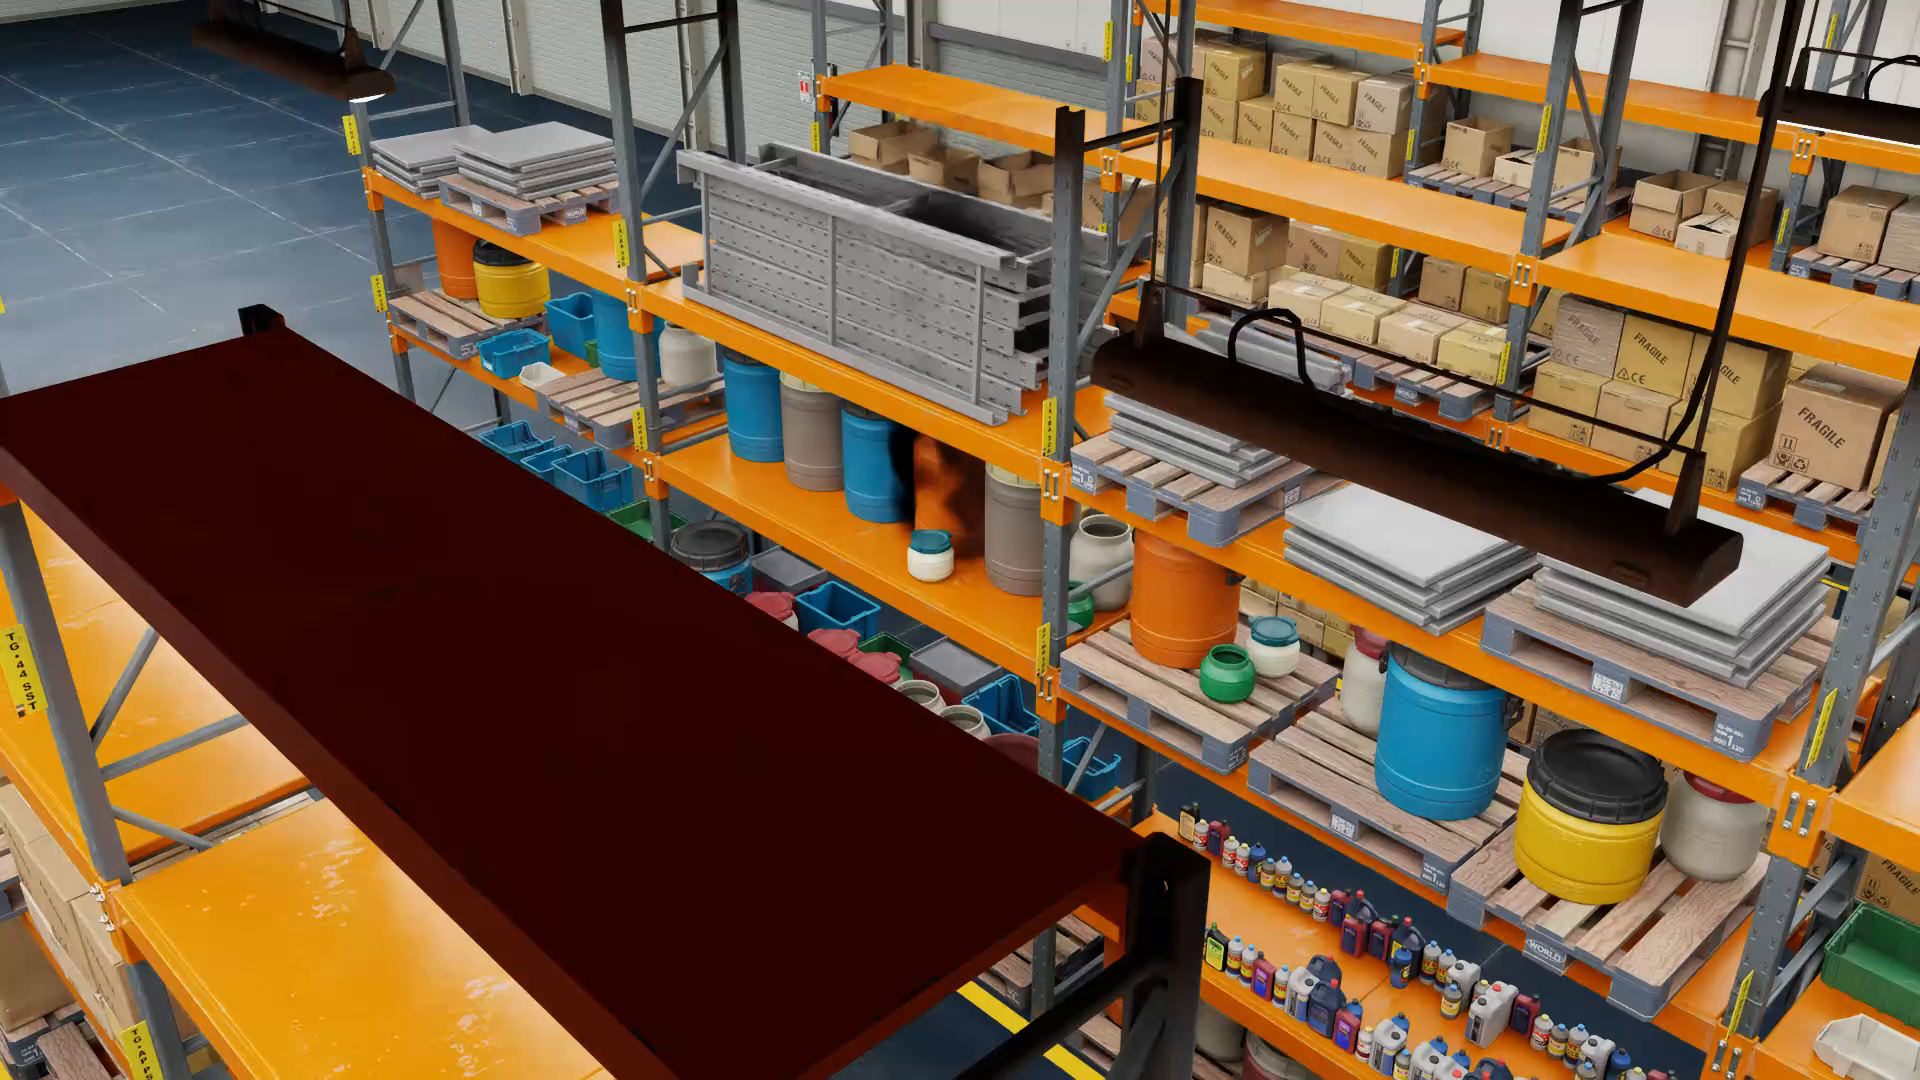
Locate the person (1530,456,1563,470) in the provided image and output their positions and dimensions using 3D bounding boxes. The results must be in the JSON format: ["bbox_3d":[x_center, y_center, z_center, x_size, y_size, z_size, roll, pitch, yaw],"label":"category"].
[{"bbox_3d":[5.191,-0.103,15.299,0.609,1.647,0.555,-25,37,-39],"label":"person"}]
